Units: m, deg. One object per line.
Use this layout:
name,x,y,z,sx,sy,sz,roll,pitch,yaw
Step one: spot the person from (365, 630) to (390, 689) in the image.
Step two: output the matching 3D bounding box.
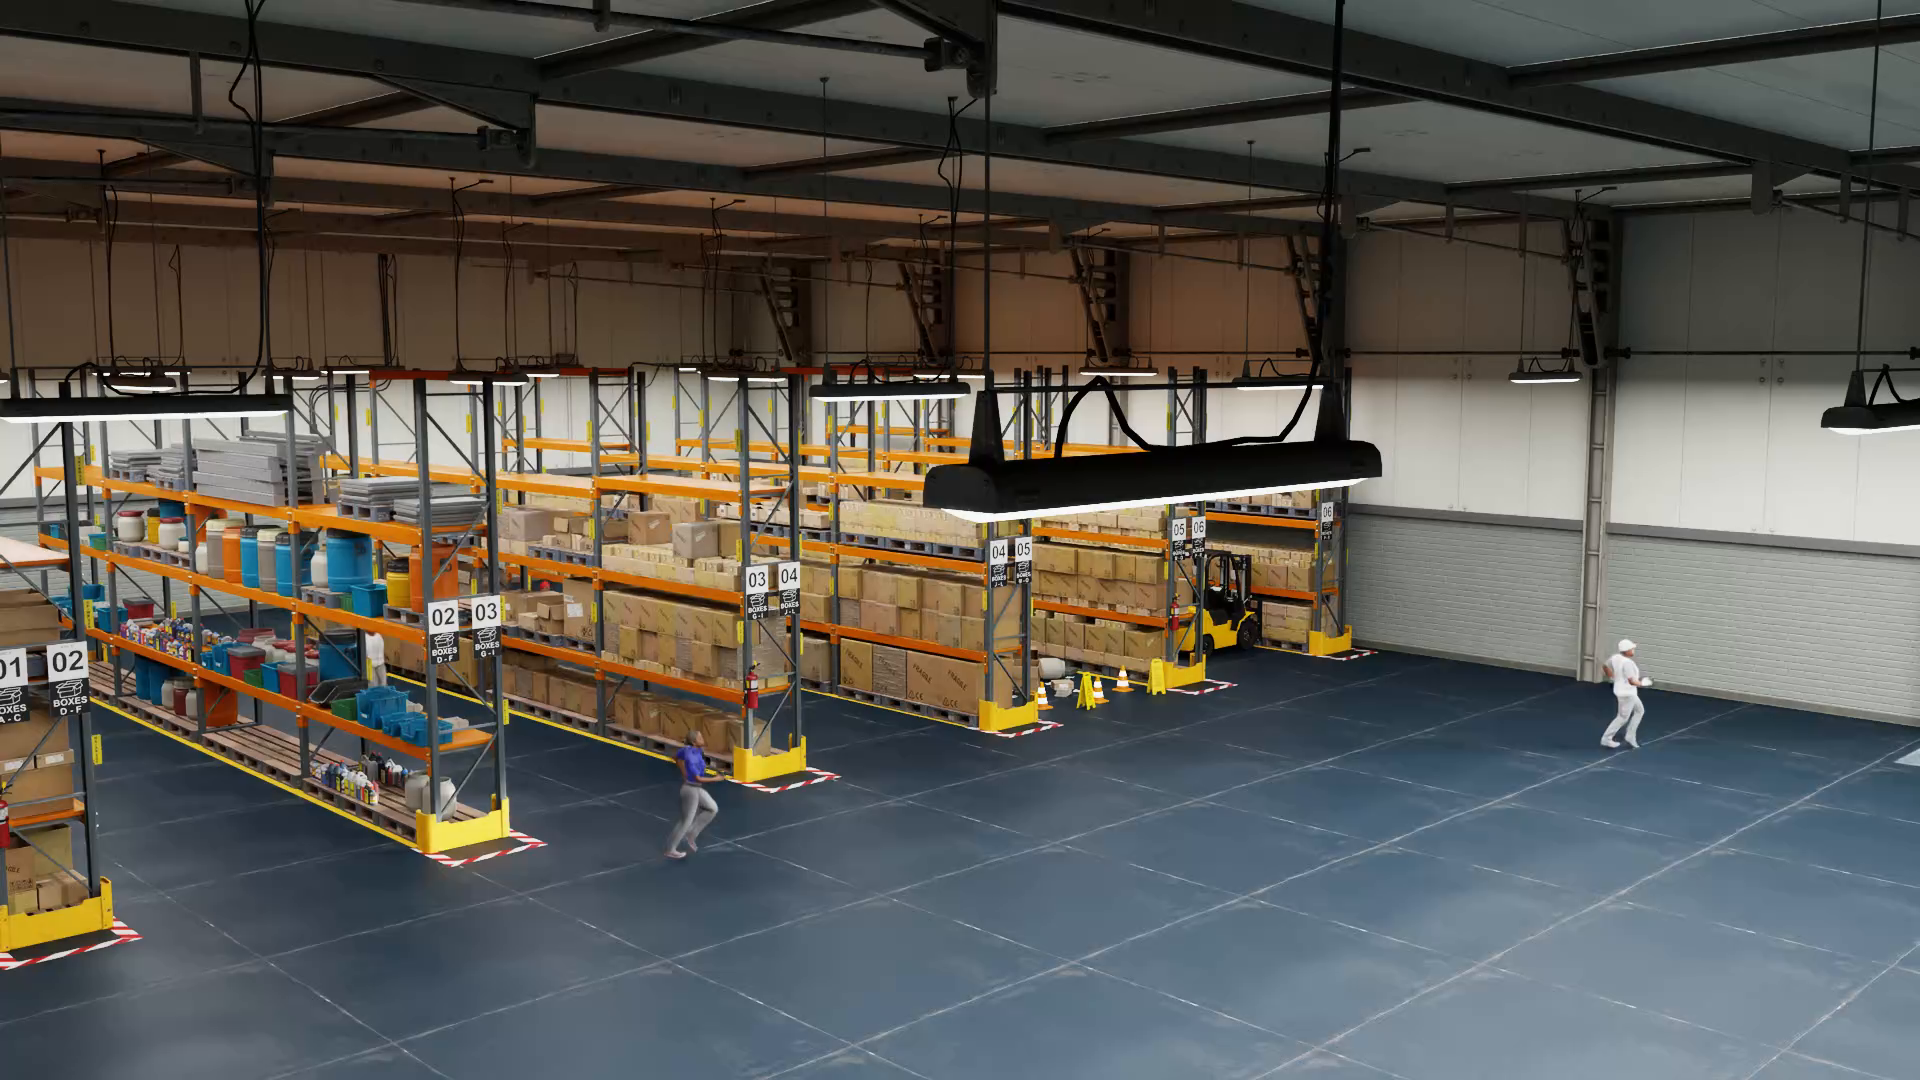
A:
person,-10.339,2.183,29.209,0.758,1.738,0.699,4,8,31

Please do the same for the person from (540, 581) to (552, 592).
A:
person,-8.169,1.712,33.143,0.655,1.795,0.634,5,8,40

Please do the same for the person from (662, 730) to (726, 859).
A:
person,-3.343,3.160,20.872,0.802,1.606,0.589,-1,6,-7

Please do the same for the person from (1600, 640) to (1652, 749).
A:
person,10.629,2.477,26.549,0.743,1.806,0.692,1,7,8
